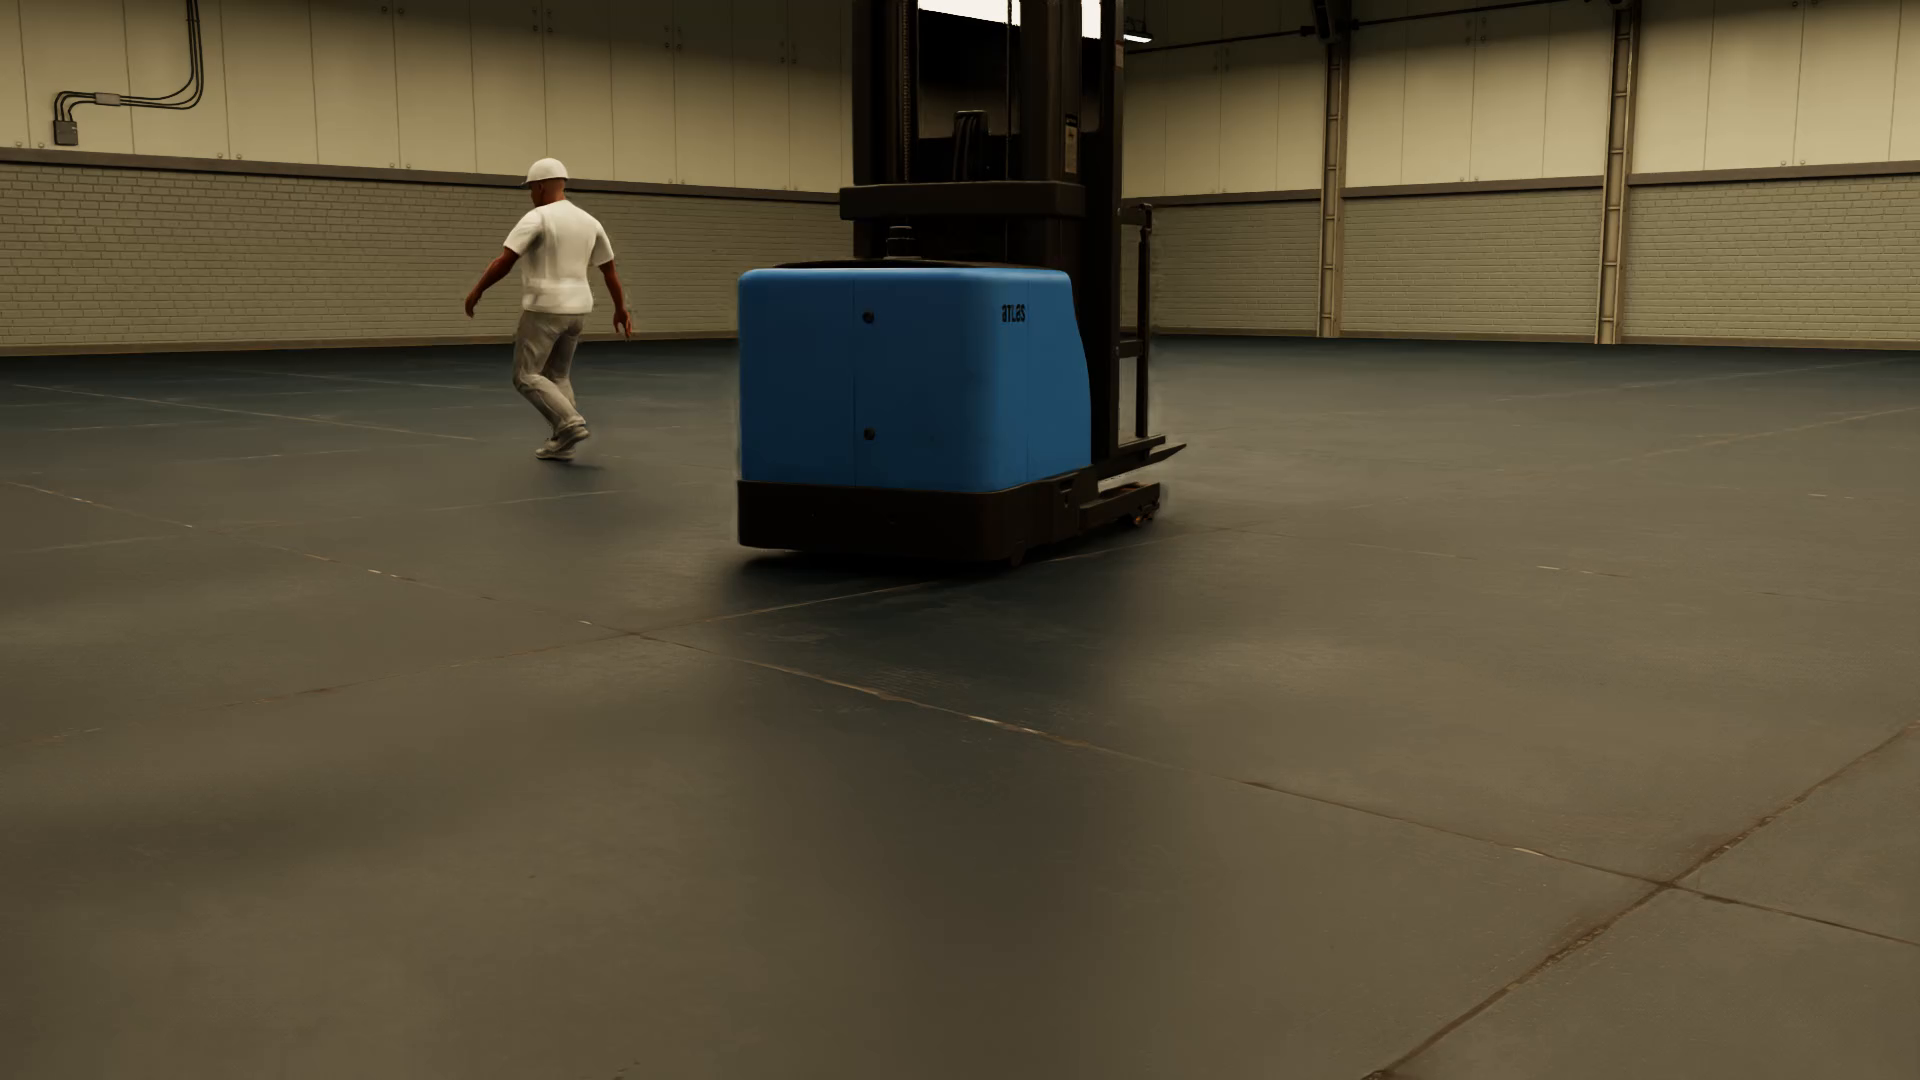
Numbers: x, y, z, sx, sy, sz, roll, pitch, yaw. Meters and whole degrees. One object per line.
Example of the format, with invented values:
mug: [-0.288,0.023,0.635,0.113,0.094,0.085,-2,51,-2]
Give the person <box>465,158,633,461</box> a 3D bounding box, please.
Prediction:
person: [-2.346,-1.325,9.649,0.638,1.747,0.867,5,10,30]

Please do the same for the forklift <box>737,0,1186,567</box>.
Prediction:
forklift: [0.235,-1.534,7.062,1.130,2.935,3.031,4,9,23]
